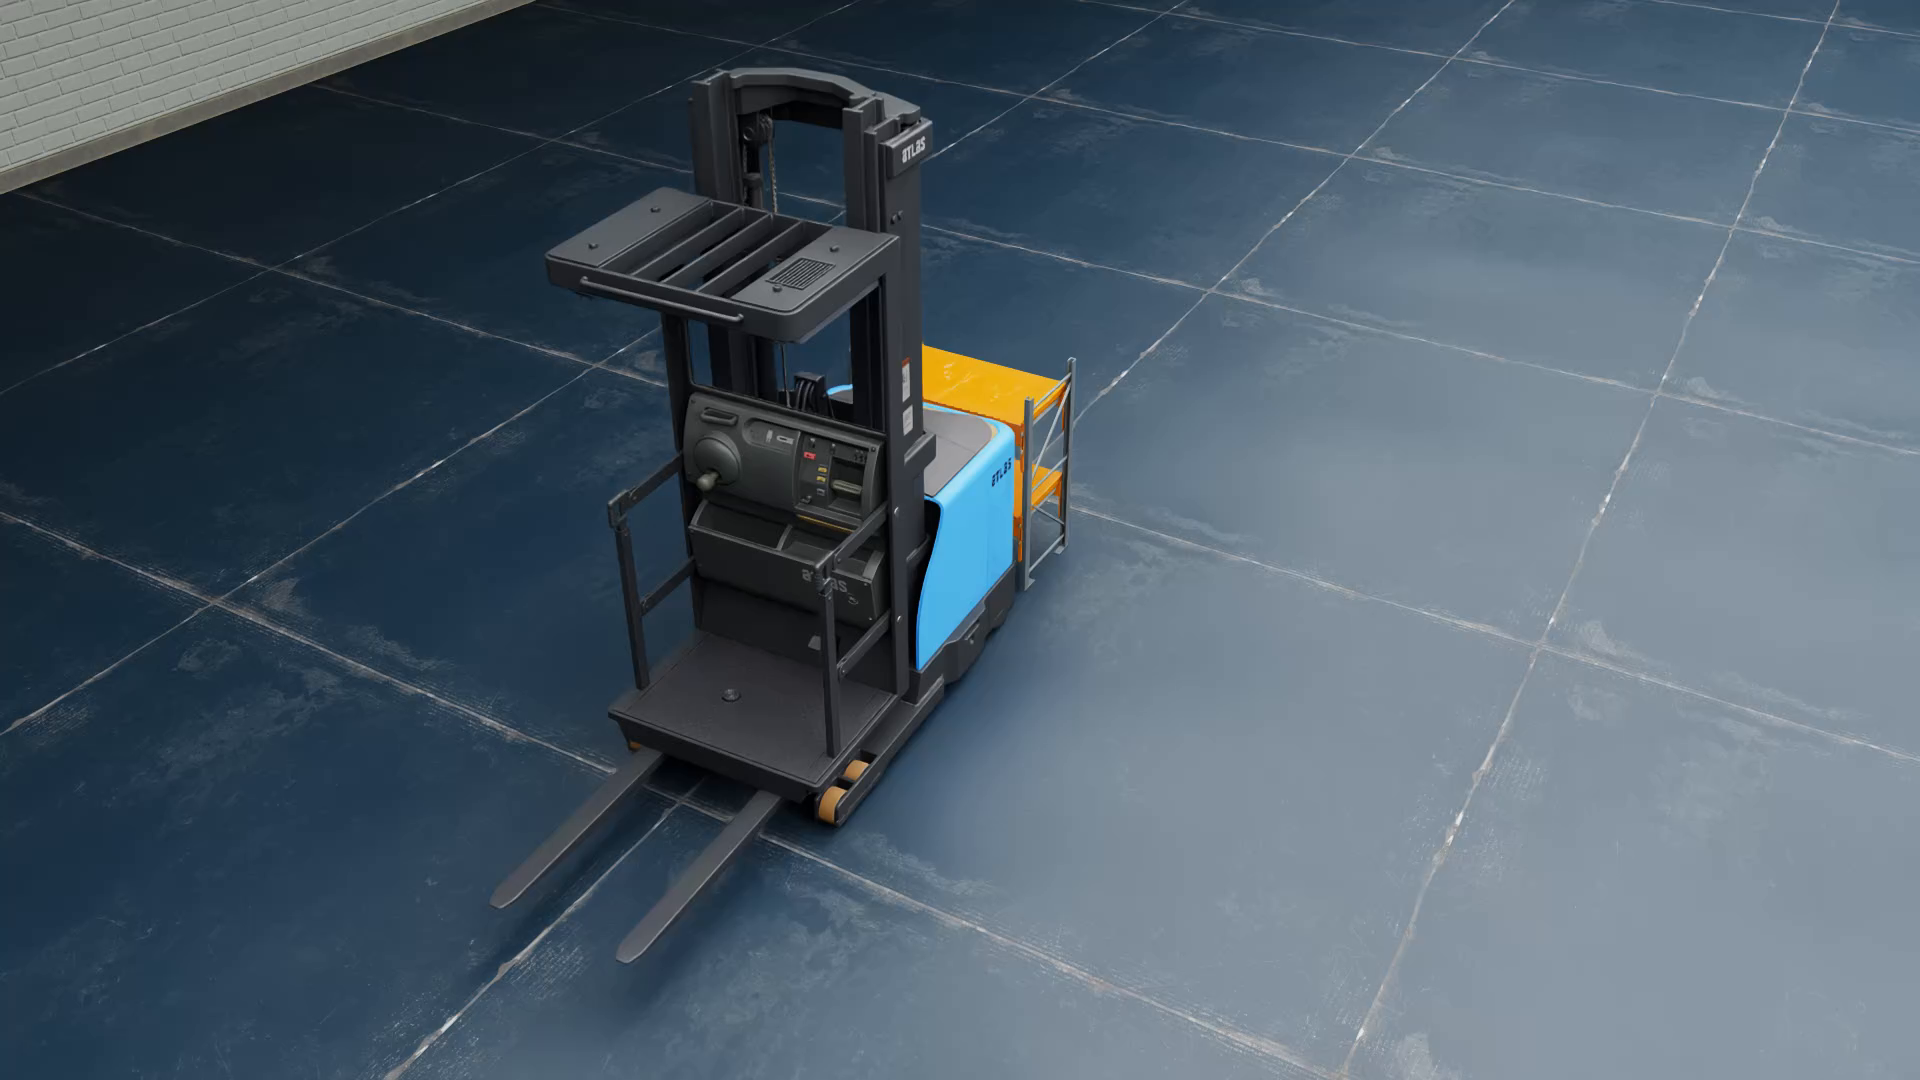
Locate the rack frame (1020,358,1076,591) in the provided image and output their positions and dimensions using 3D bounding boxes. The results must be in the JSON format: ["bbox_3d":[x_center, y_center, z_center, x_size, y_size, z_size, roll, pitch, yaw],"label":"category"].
[{"bbox_3d":[0.447,-0.327,8.496,0.032,1.125,0.500,18,37,24],"label":"rack frame"}]

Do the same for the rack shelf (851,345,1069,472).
[{"bbox_3d":[0.006,-0.710,8.544,1.000,0.278,0.538,18,37,24],"label":"rack shelf"}]

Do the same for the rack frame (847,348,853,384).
[{"bbox_3d":[-0.435,-0.606,8.916,0.032,1.125,0.500,18,37,24],"label":"rack frame"}]

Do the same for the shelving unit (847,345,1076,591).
[{"bbox_3d":[0.006,-0.466,8.706,1.048,1.125,0.538,18,37,24],"label":"shelving unit"}]

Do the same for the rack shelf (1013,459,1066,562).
[{"bbox_3d":[0.006,-0.263,8.842,1.000,0.278,0.538,18,37,24],"label":"rack shelf"}]

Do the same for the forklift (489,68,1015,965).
[{"bbox_3d":[-0.849,-0.274,6.788,1.130,2.935,3.031,16,37,23],"label":"forklift"}]
